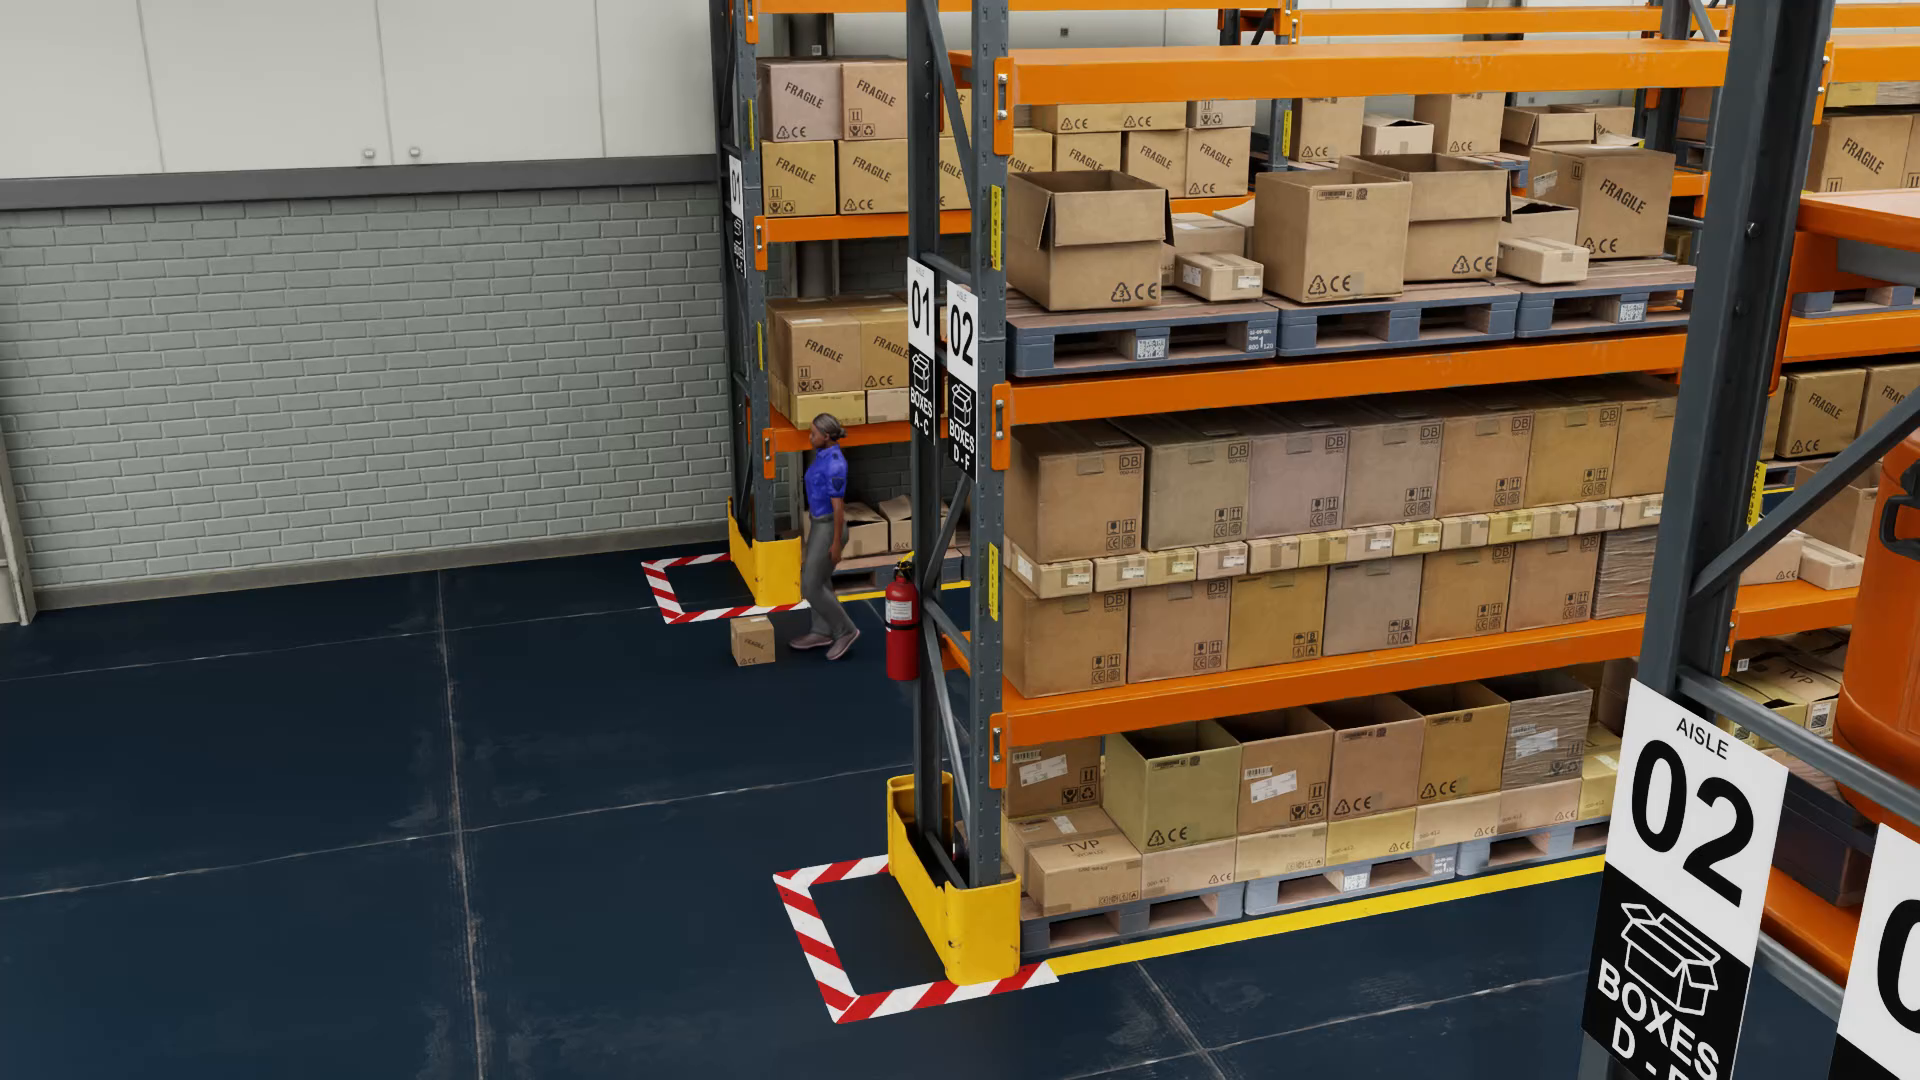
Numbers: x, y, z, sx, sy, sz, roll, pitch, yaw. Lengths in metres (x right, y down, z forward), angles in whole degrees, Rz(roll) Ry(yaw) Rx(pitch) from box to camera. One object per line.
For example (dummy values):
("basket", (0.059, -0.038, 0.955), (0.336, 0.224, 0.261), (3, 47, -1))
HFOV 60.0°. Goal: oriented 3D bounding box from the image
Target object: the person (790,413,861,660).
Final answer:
("person", (-0.927, -0.025, 11.136), (0.466, 1.695, 0.471), (-4, 20, -10))
